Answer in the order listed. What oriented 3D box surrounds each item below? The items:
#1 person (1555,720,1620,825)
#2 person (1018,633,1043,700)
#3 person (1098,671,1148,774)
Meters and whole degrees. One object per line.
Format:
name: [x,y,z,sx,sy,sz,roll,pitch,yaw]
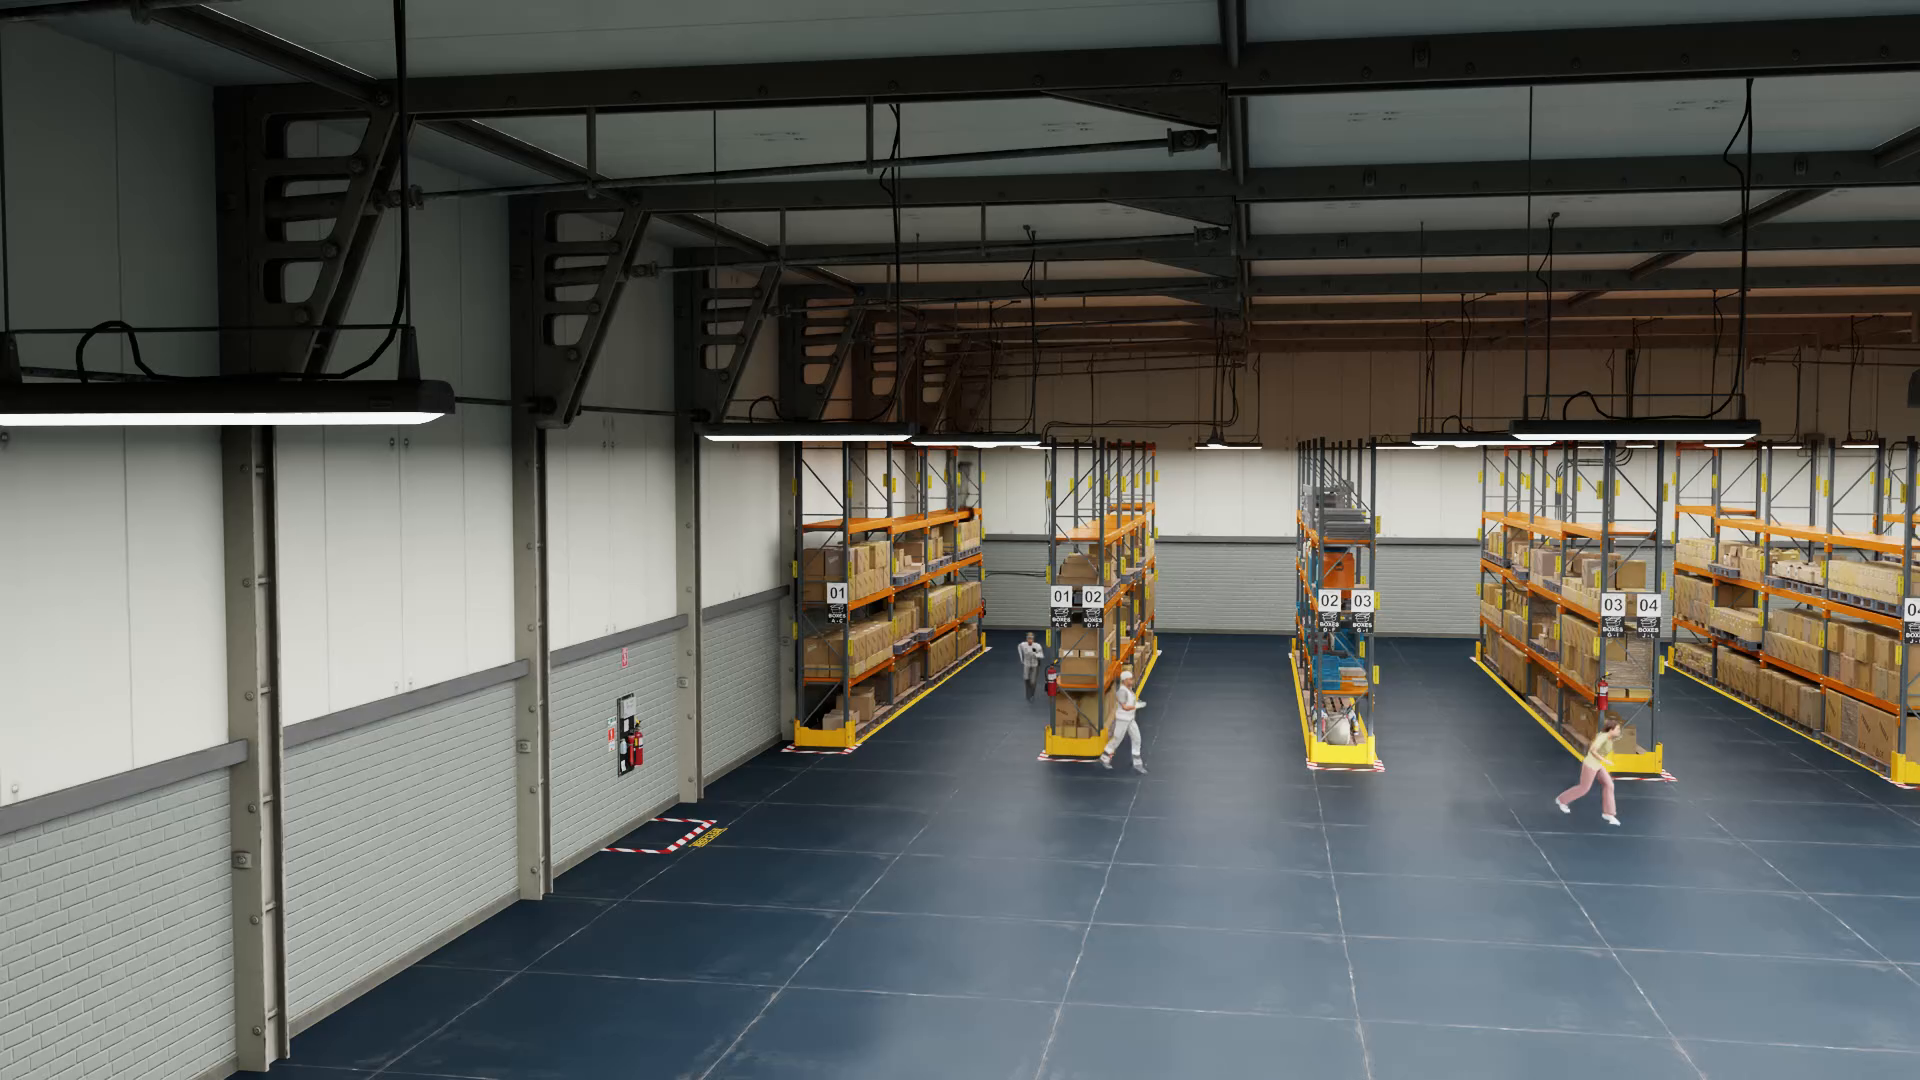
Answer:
person: [9.773,3.575,25.847,1.004,1.621,0.614,2,4,33]
person: [1.609,2.887,37.950,0.599,1.608,0.830,0,3,6]
person: [2.915,3.236,29.638,0.904,1.825,0.652,2,3,27]
